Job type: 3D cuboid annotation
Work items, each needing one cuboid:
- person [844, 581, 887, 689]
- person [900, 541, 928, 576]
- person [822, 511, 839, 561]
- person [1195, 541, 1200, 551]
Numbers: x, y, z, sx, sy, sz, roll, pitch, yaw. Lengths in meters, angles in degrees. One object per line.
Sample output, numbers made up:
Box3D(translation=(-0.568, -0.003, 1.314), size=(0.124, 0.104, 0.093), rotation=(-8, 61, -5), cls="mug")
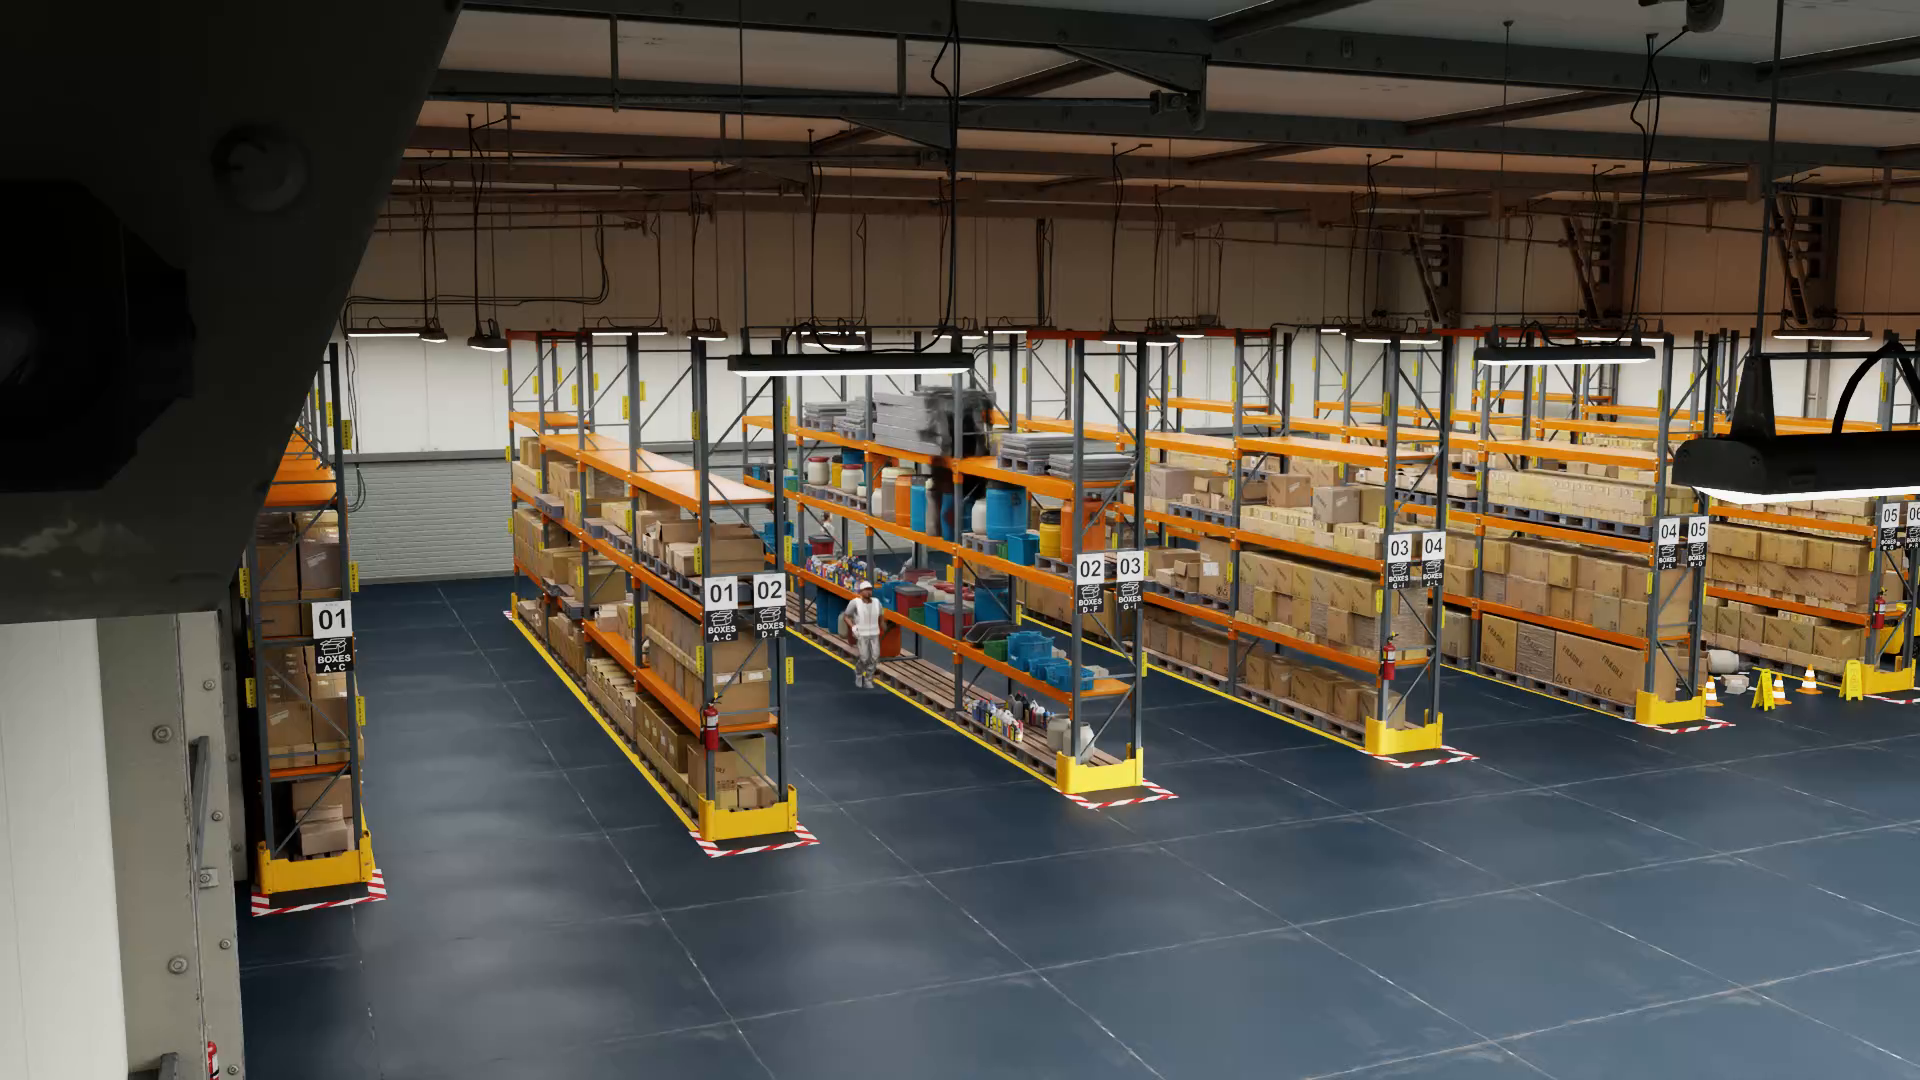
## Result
Box3D(translation=(-1.487, 1.545, 26.775), size=(0.669, 1.757, 0.571), rotation=(-4, 9, -24), cls="person")
Box3D(translation=(-1.032, 0.095, 39.654), size=(0.805, 1.743, 0.584), rotation=(-1, 8, -5), cls="person")
Box3D(translation=(-3.171, 0.140, 39.547), size=(0.752, 1.658, 0.574), rotation=(-1, 8, -9), cls="person")
Box3D(translation=(6.355, -0.450, 43.587), size=(0.678, 1.731, 0.659), rotation=(-8, 11, -44), cls="person")
